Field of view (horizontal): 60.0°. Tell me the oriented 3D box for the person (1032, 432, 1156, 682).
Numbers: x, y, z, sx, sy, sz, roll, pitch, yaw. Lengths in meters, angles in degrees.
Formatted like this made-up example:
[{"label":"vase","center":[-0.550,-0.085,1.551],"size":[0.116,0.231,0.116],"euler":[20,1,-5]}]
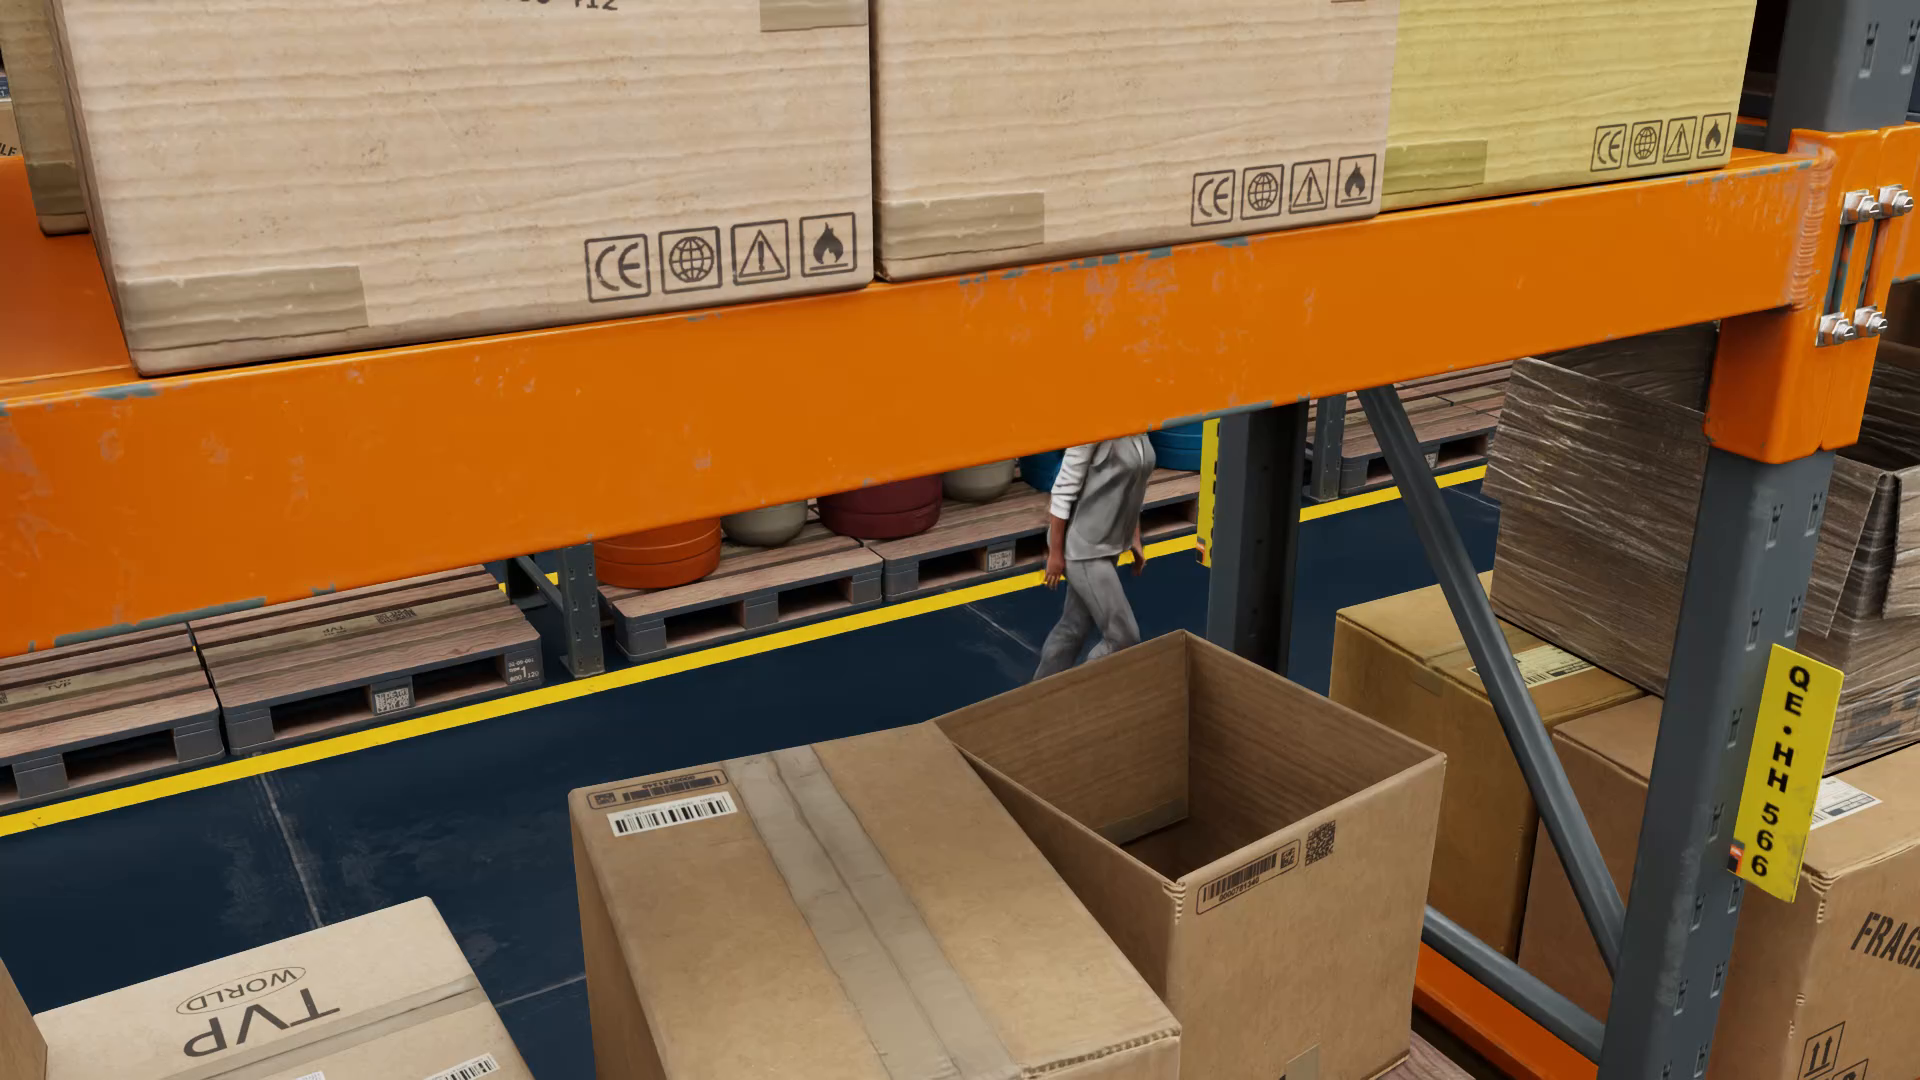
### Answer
[{"label":"person","center":[0.468,0.034,5.992],"size":[0.492,1.569,0.424],"euler":[10,24,24]}]
